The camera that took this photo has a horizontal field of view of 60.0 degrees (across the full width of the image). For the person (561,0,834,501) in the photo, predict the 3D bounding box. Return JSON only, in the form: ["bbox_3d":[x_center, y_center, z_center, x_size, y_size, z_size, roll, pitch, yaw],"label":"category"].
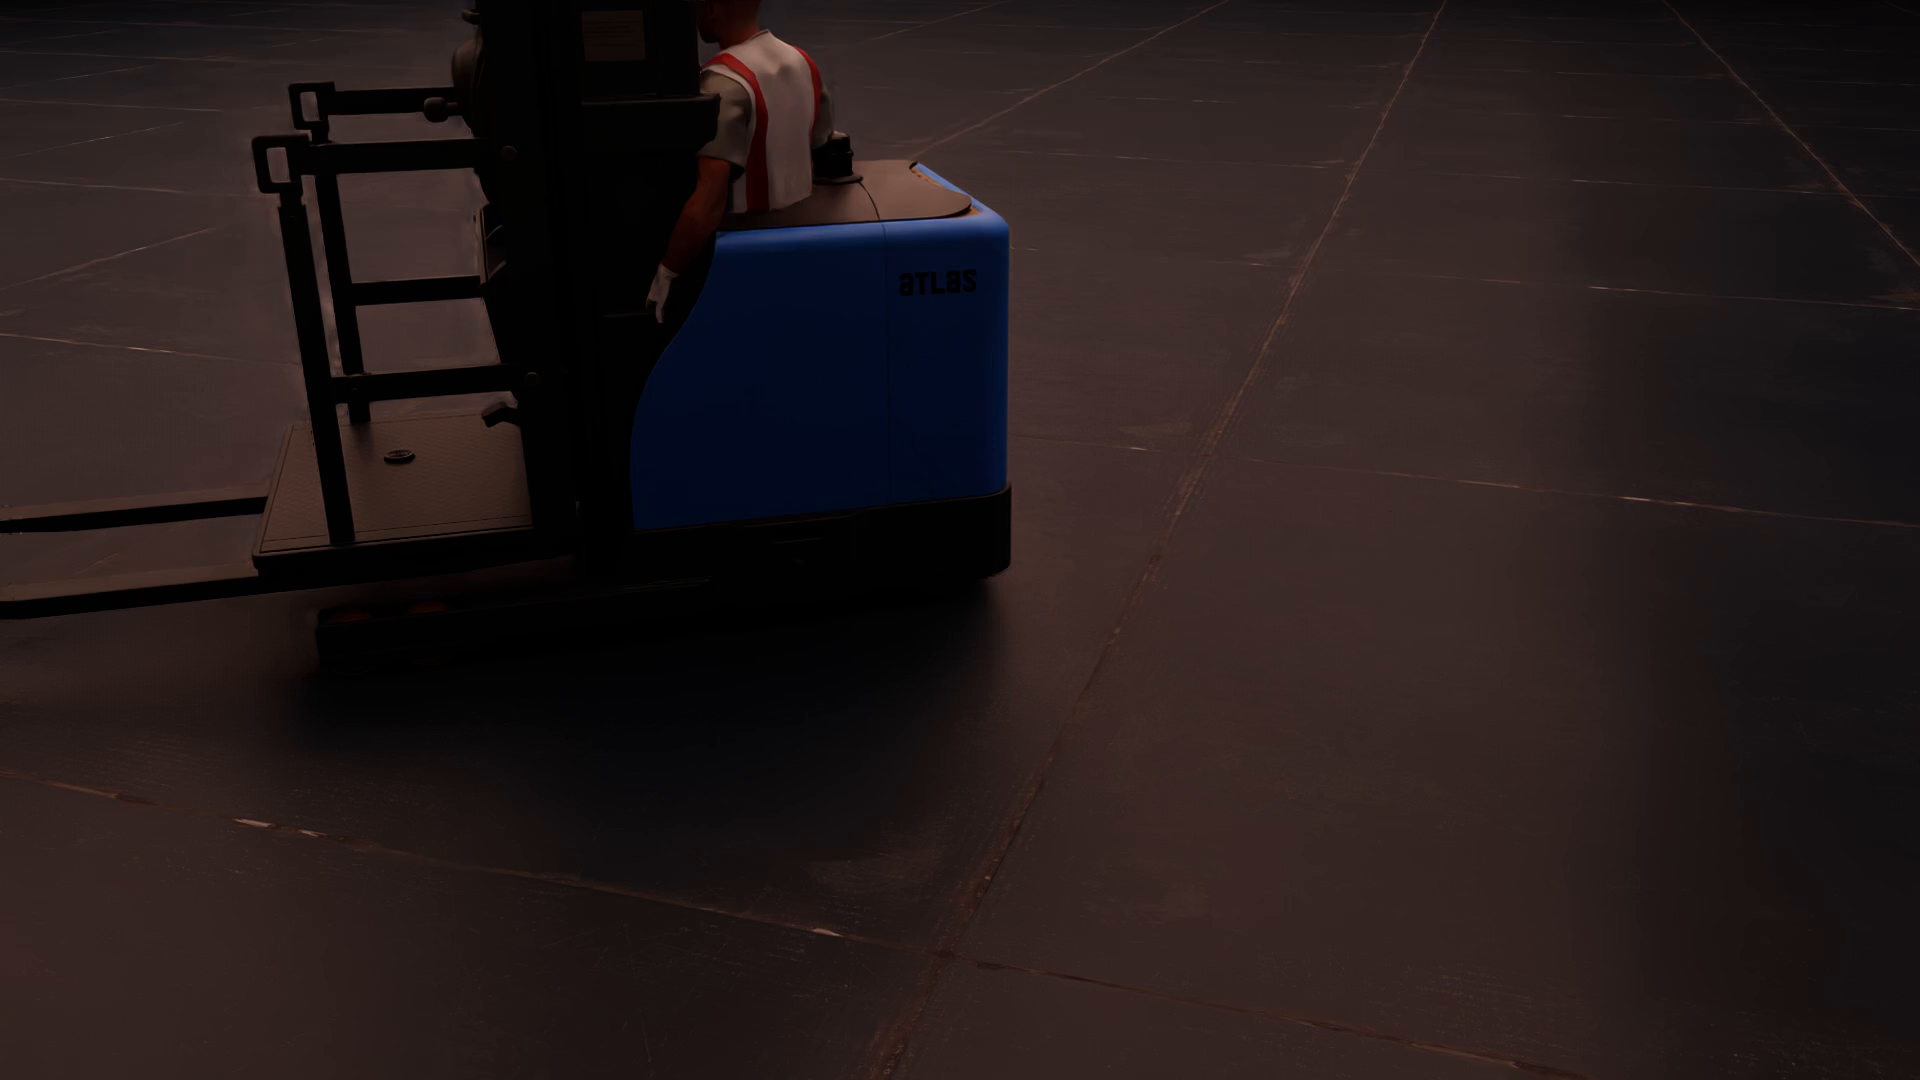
[{"bbox_3d":[-0.741,-0.816,4.622,0.708,1.657,0.849,12,25,26],"label":"person"}]

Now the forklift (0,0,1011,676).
[{"bbox_3d":[-1.431,-1.230,4.260,3.031,2.935,1.130,-6,23,-15],"label":"forklift"}]
